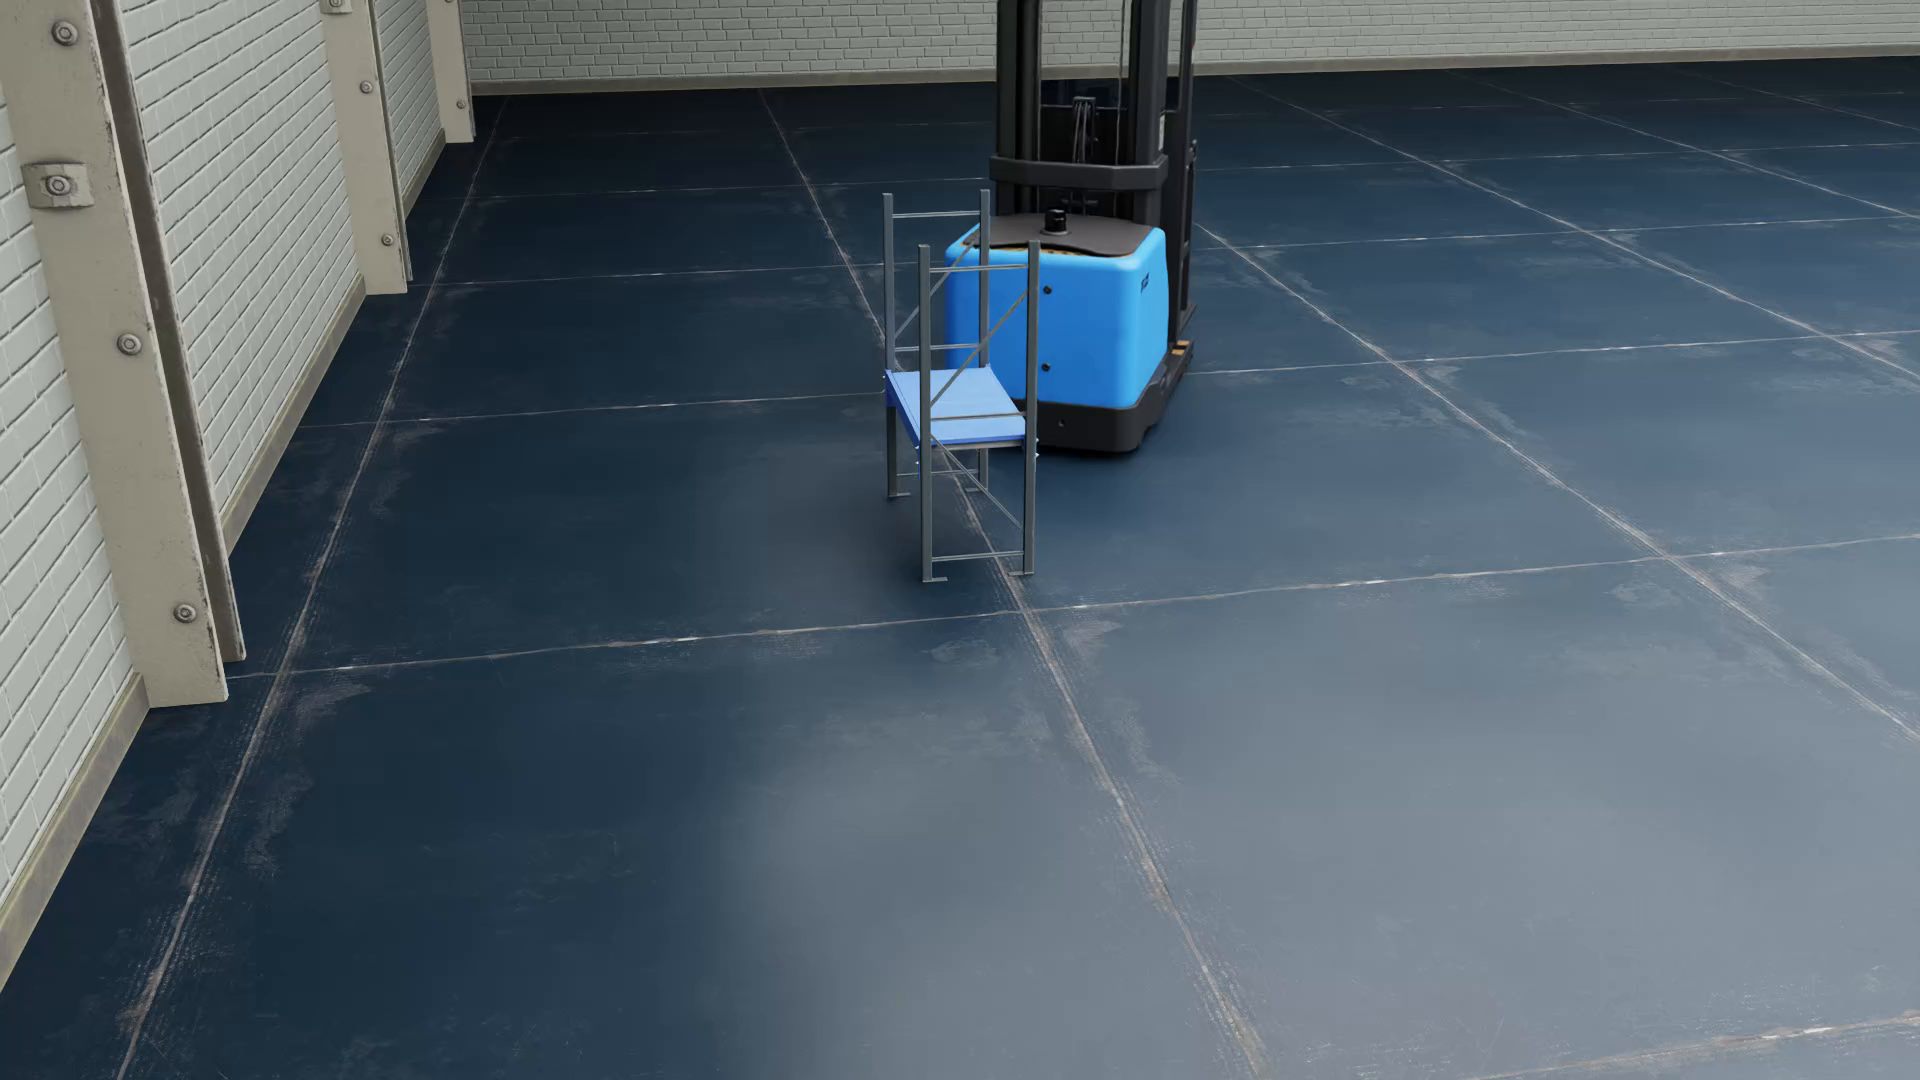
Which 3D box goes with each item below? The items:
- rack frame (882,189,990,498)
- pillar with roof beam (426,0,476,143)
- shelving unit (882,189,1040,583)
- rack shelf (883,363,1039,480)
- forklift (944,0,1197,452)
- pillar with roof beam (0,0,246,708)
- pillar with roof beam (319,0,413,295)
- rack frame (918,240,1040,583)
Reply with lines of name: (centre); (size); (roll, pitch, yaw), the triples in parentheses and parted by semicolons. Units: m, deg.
rack frame: (-0.110, -0.921, 7.984); (0.500, 1.500, 0.032); (-4, 24, -10)
pillar with roof beam: (-0.977, -8.614, 16.230); (9.100, 9.000, 0.400); (-4, 24, -10)
shelving unit: (-0.016, -0.721, 7.527); (0.538, 1.500, 1.048); (-4, 24, -10)
rack shelf: (-0.016, -0.556, 7.599); (0.538, 0.185, 1.000); (-4, 24, -10)
forklift: (0.806, -2.359, 9.490); (1.130, 2.935, 3.031); (7, 24, 15)
pillar with roof beam: (1.242, -3.894, 5.423); (9.100, 9.000, 0.400); (-4, 24, -10)
pillar with roof beam: (0.132, -6.254, 10.826); (9.100, 9.000, 0.400); (-4, 24, -10)
rack frame: (0.078, -0.521, 7.069); (0.500, 1.500, 0.032); (-4, 24, -10)
